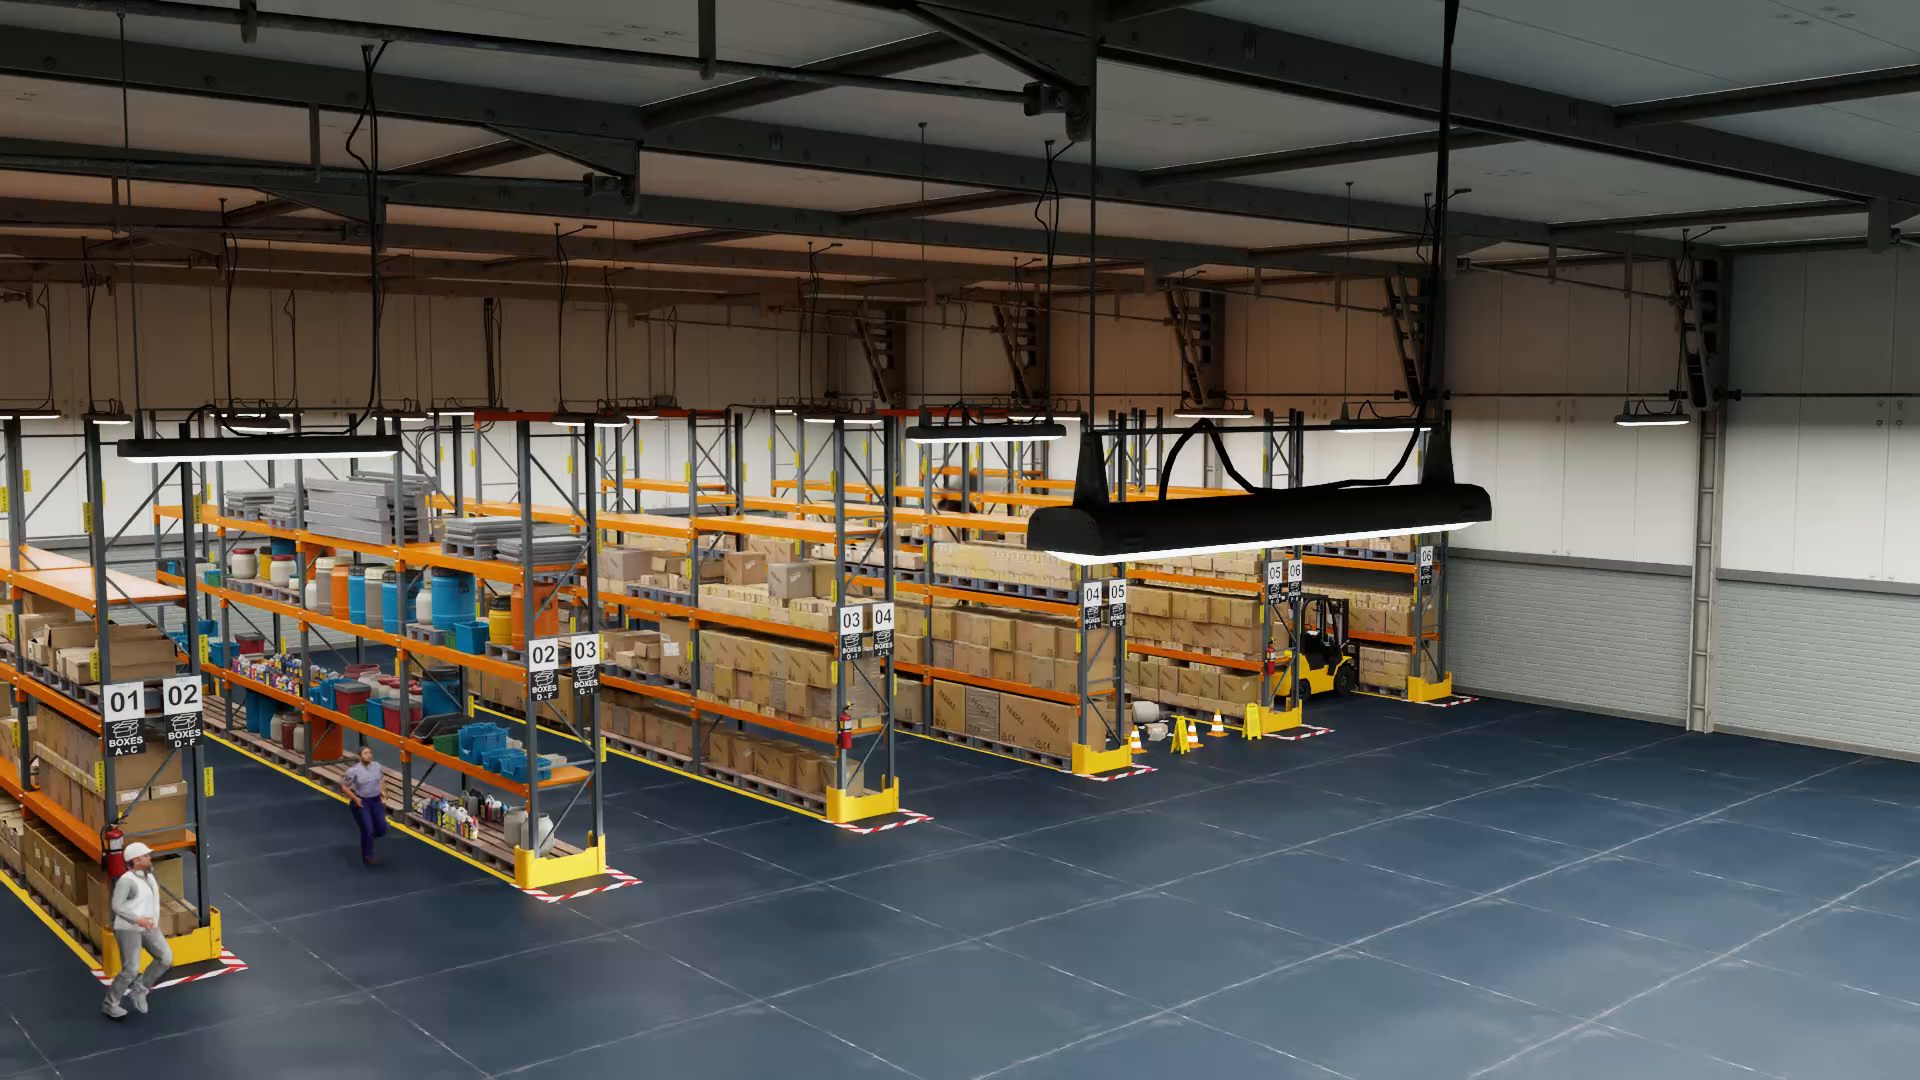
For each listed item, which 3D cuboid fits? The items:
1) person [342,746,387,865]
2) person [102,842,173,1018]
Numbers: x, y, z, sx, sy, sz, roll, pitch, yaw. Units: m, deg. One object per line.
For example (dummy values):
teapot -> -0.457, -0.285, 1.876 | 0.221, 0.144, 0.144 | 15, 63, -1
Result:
person -> -8.032, 3.567, 22.453 | 0.556, 1.590, 0.594 | 5, 7, 42
person -> -8.402, 3.971, 17.074 | 0.624, 1.735, 0.714 | 1, 5, 8
